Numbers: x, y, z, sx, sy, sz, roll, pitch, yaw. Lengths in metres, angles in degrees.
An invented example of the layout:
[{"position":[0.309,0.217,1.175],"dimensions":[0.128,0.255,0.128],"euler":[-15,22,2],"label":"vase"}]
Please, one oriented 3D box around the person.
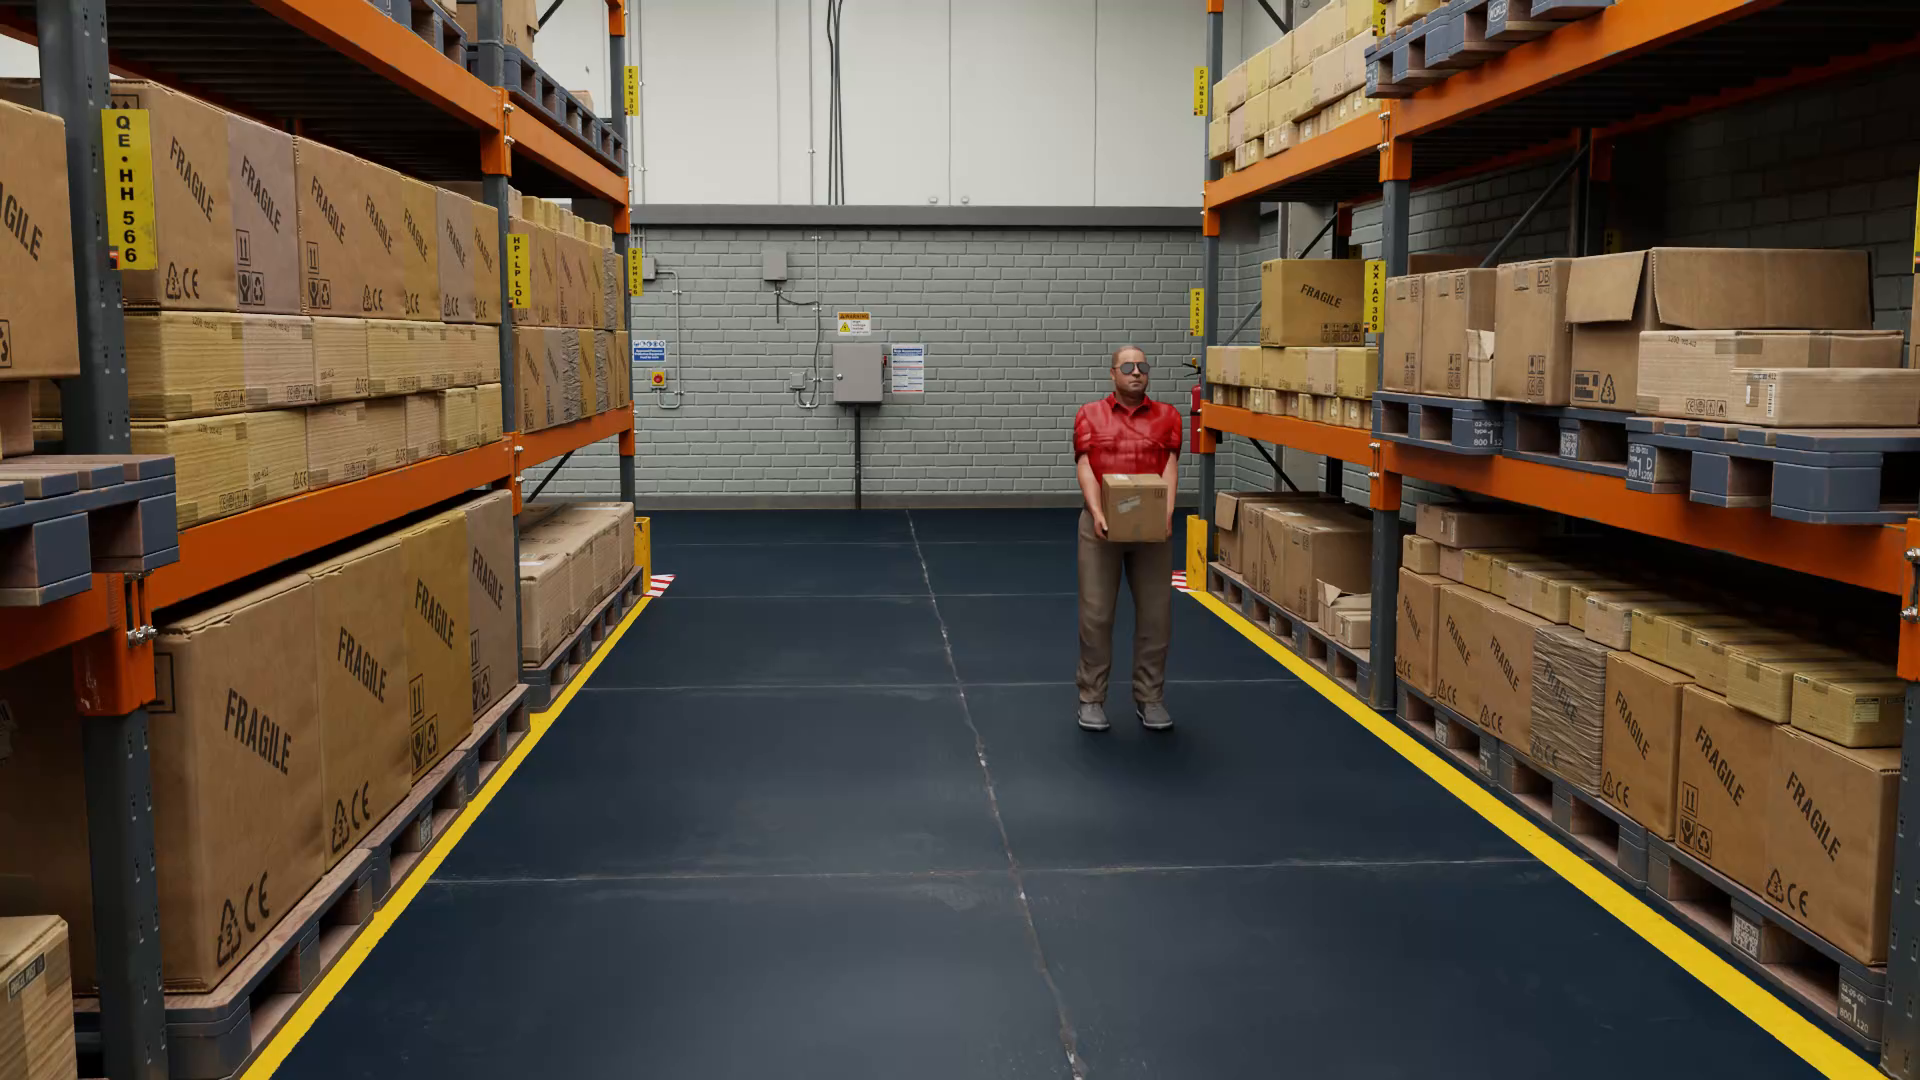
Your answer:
[{"position":[0.762,-0.006,7.420],"dimensions":[0.494,1.715,0.537],"euler":[0,7,-3],"label":"person"}]
